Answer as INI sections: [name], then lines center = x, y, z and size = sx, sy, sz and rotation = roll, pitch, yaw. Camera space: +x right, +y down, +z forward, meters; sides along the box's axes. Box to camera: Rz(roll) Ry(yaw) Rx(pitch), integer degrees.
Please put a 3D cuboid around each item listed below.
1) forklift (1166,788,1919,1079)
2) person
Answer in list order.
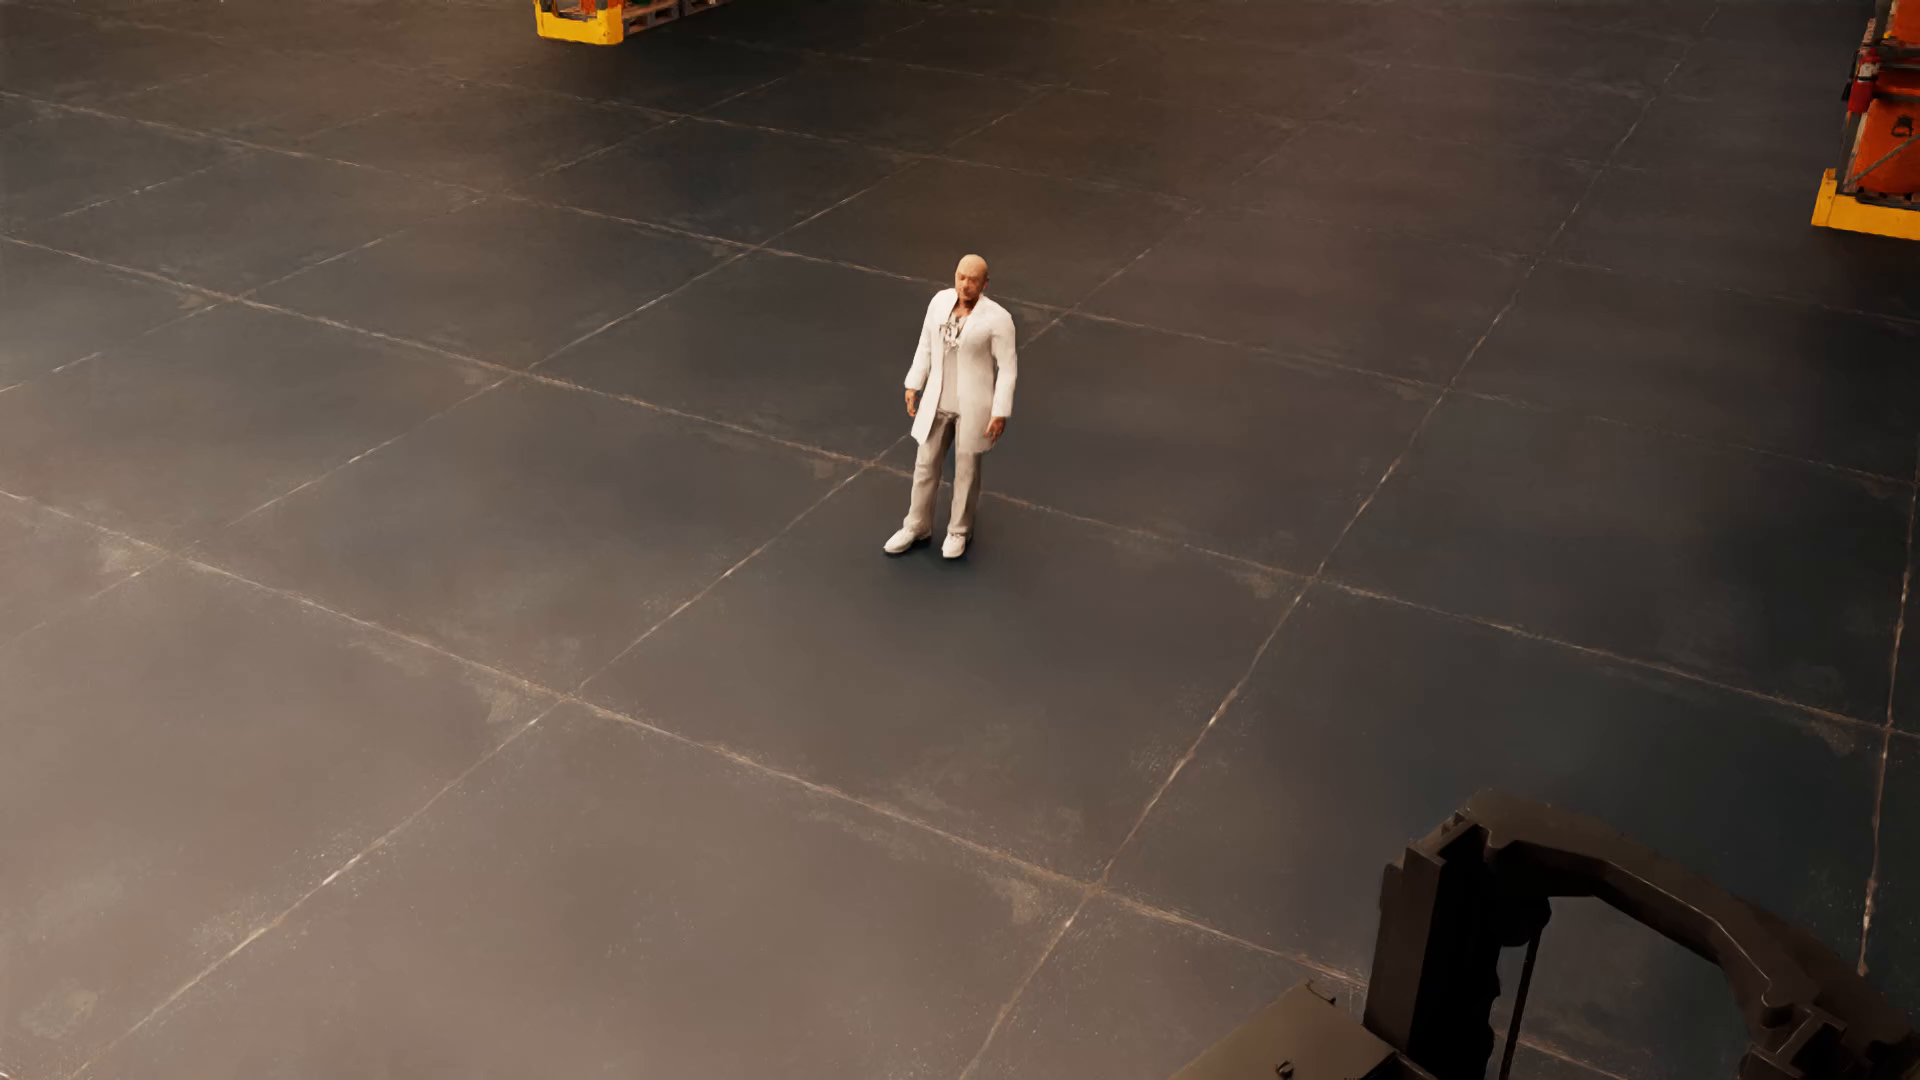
[forklift]
center = 0.840, 2.097, 3.438
size = 3.031, 2.935, 1.130
rotation = -24, 37, -35
[person]
center = -0.048, -0.737, 9.488
size = 0.694, 1.776, 0.579
rotation = 15, 33, 25
